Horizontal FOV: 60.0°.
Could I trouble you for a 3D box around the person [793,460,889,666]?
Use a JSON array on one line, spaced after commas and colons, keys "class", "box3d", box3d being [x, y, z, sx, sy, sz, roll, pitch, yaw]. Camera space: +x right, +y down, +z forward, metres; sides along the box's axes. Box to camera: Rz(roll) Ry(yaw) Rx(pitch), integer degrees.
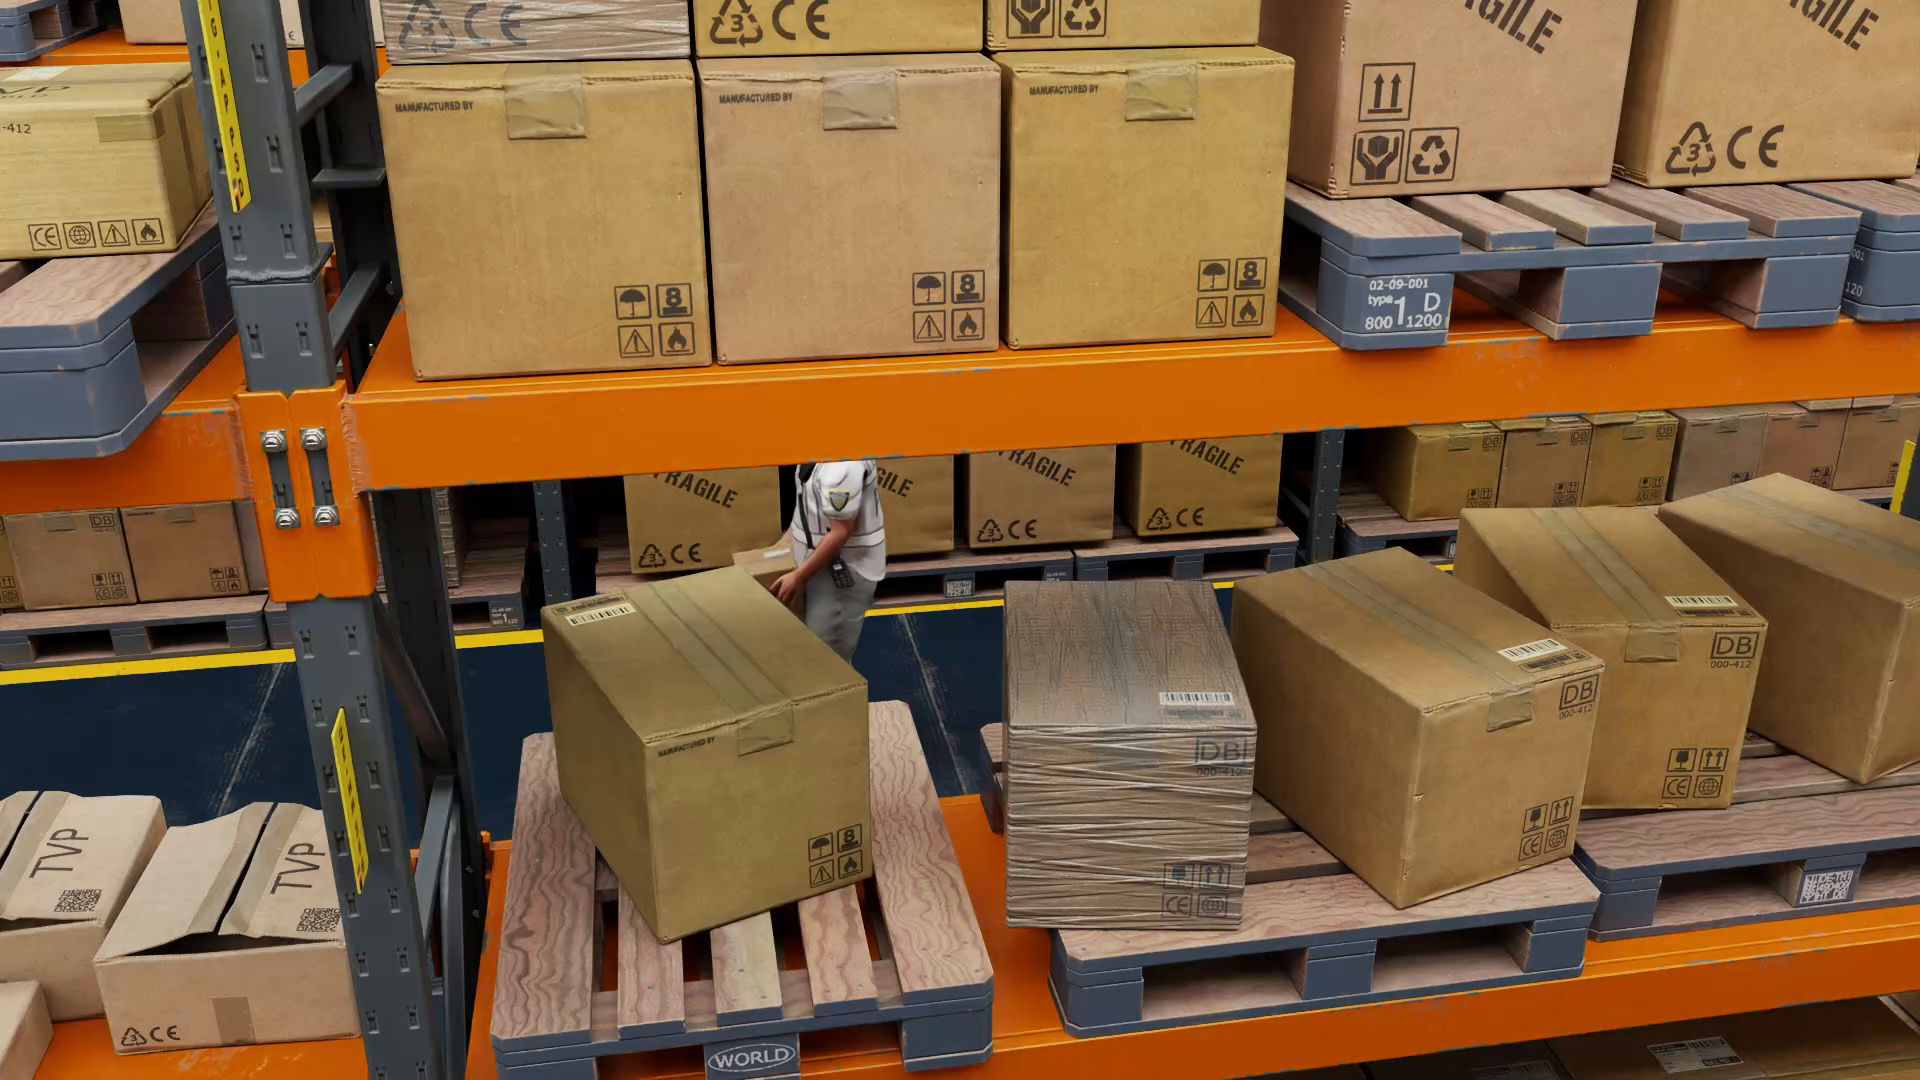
[{"class": "person", "box3d": [-0.523, 0.121, 6.806, 0.445, 1.747, 0.598, -6, 24, -13]}]
